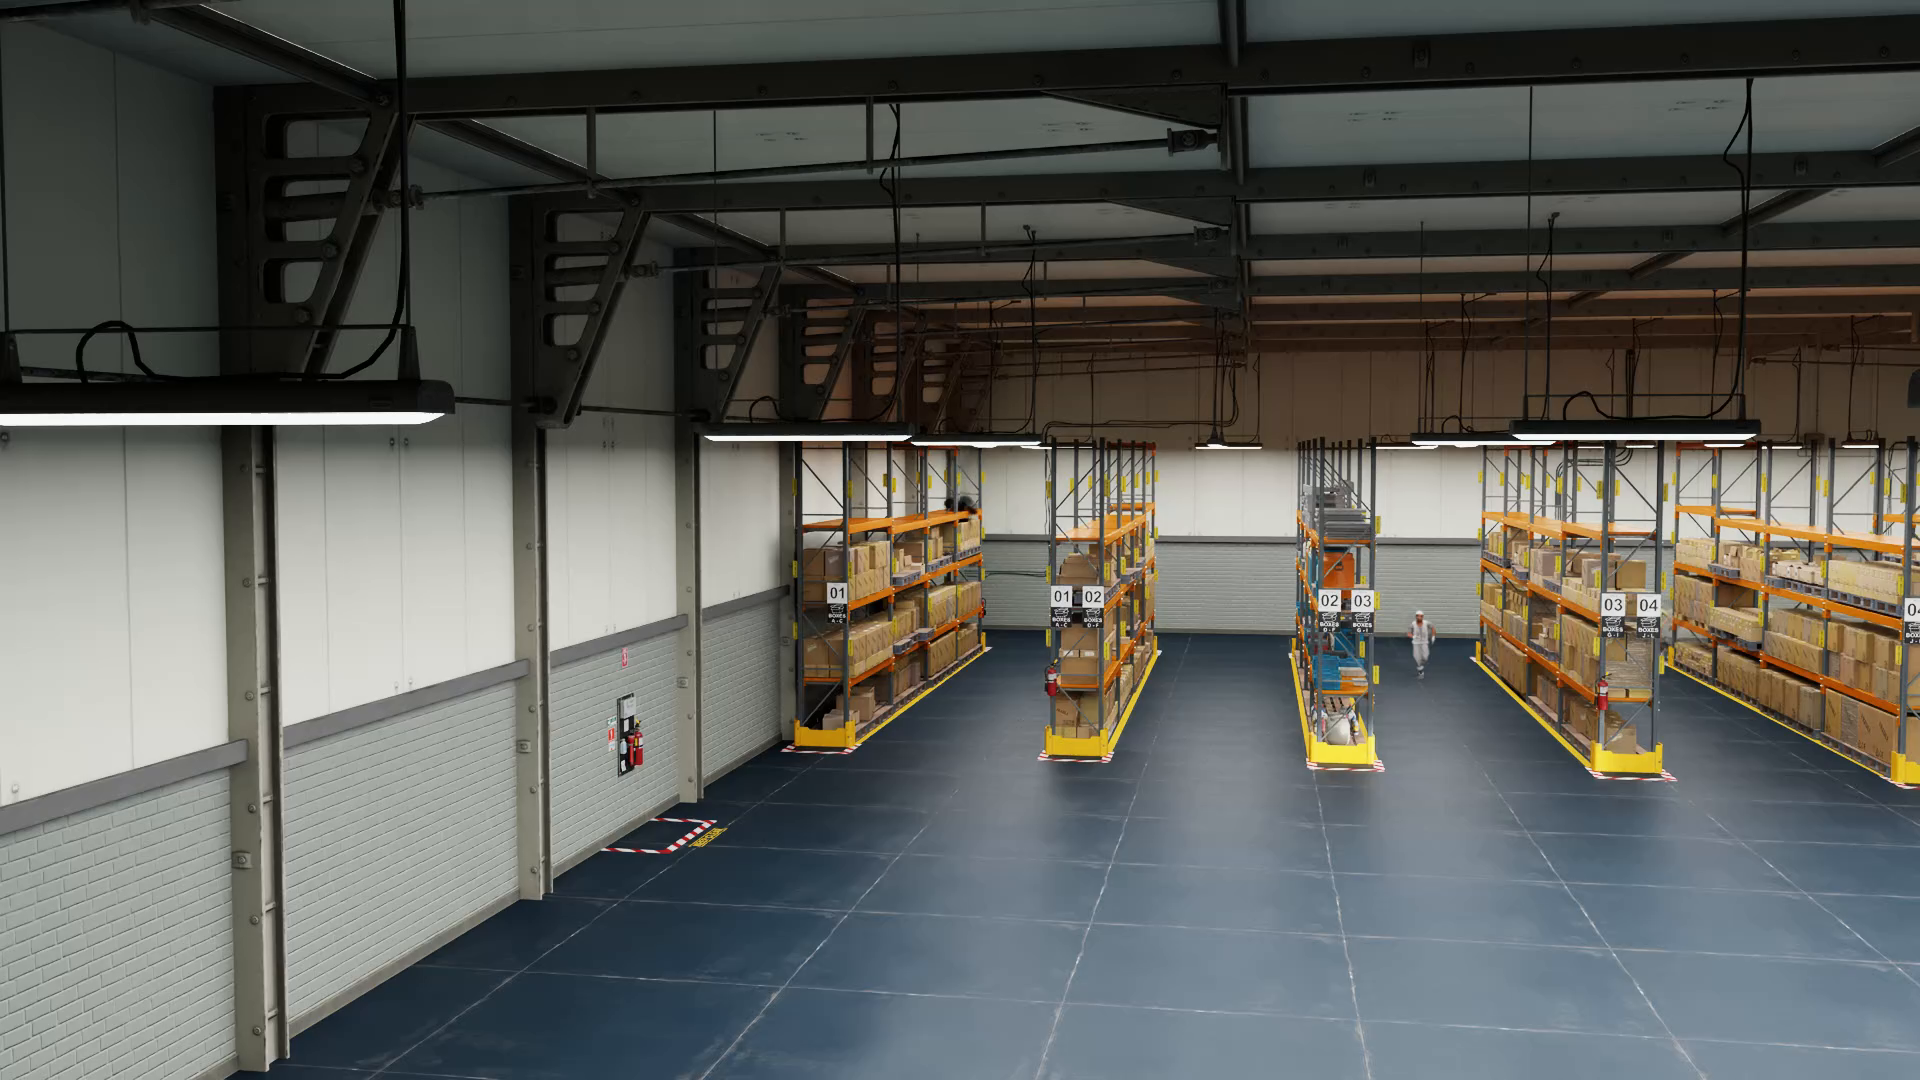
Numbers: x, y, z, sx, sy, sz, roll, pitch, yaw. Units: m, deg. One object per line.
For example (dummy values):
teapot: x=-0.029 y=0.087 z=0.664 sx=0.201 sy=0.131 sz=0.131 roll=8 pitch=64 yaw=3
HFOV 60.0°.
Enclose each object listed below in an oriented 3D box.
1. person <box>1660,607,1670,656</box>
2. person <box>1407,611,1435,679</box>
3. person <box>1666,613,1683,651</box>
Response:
person: x=19.089 y=2.446 z=45.630 sx=0.949 sy=1.642 sz=0.583 roll=-2 pitch=3 yaw=-27
person: x=11.584 y=2.640 z=41.771 sx=0.700 sy=1.728 sz=0.657 roll=1 pitch=3 yaw=10
person: x=19.789 y=2.451 z=45.872 sx=0.566 sy=1.708 sz=0.780 roll=2 pitch=3 yaw=27
